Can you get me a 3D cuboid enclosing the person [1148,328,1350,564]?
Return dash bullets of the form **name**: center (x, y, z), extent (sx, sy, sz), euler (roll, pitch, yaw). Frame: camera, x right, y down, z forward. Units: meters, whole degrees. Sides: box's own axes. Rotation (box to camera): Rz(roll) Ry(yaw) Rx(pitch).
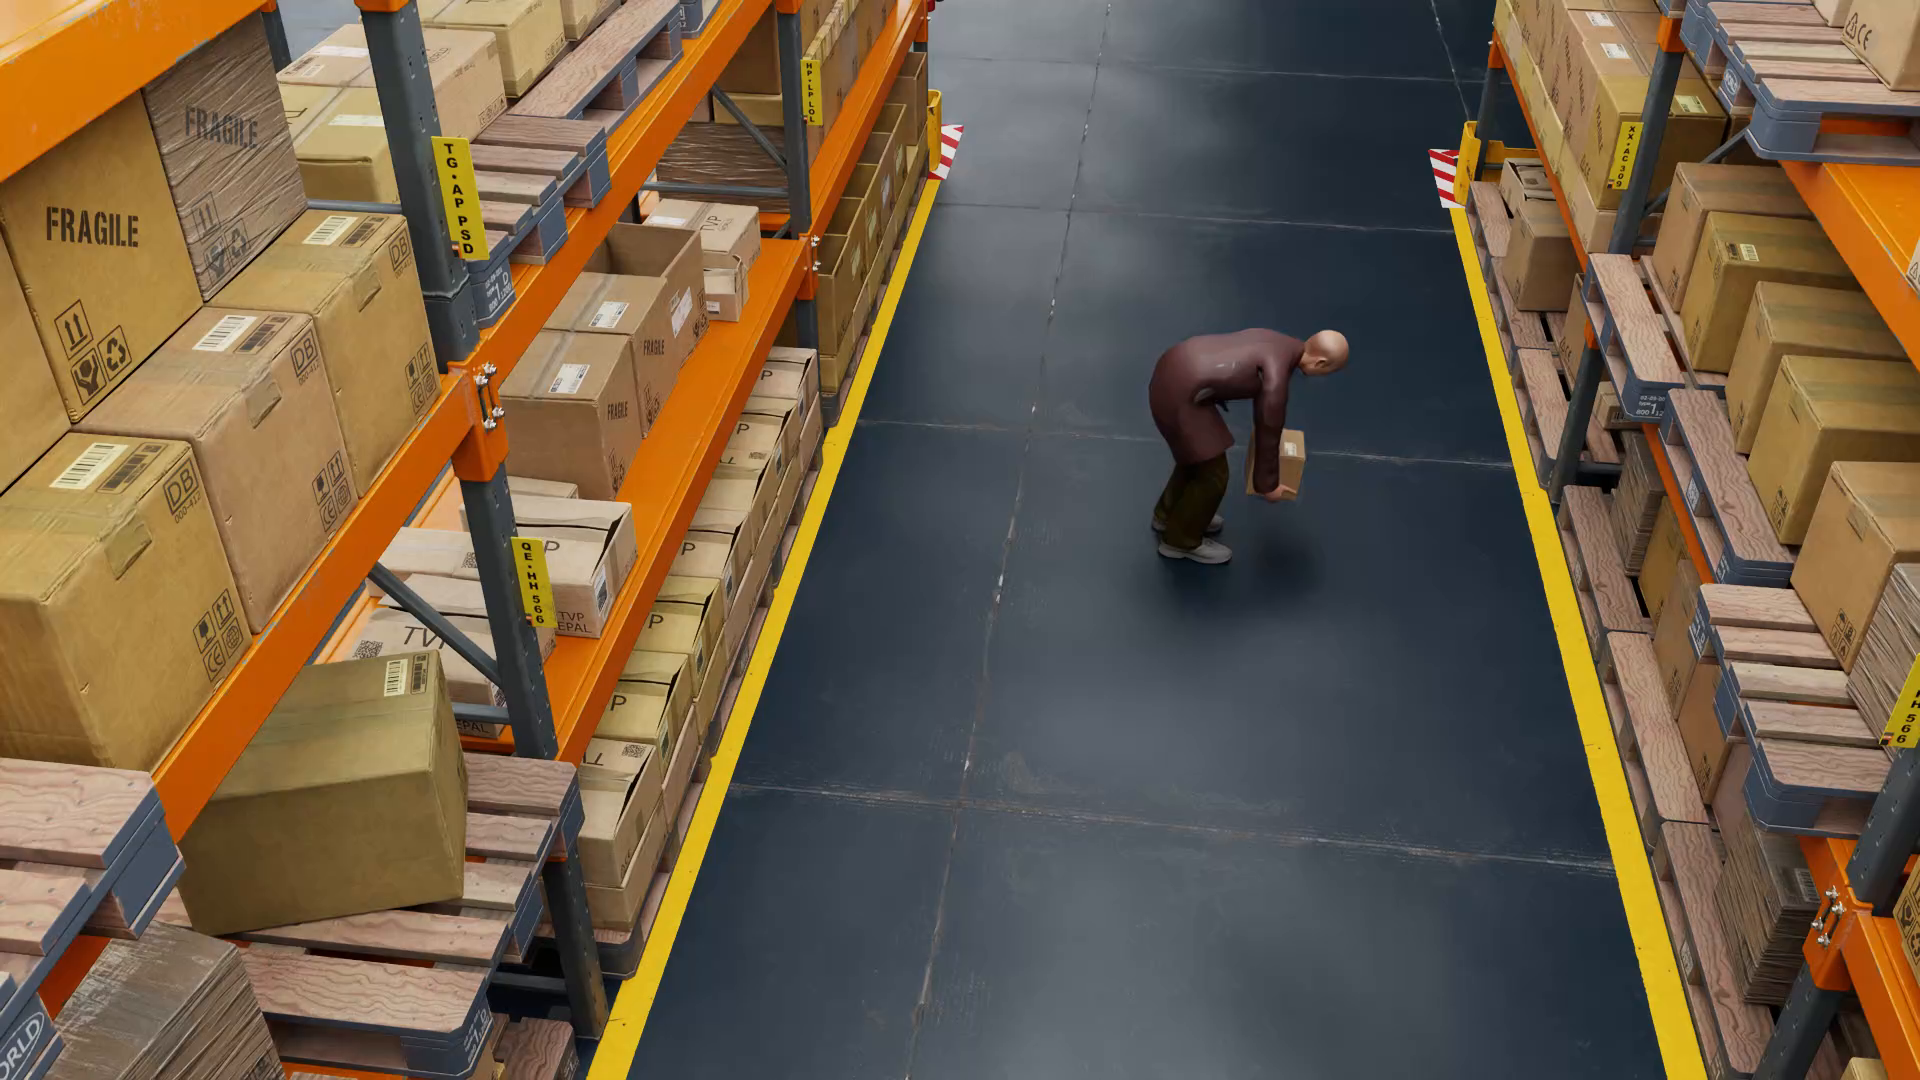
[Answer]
- **person**: center (1.376, -0.475, 8.186), extent (0.929, 1.234, 0.556), euler (3, 36, 5)
